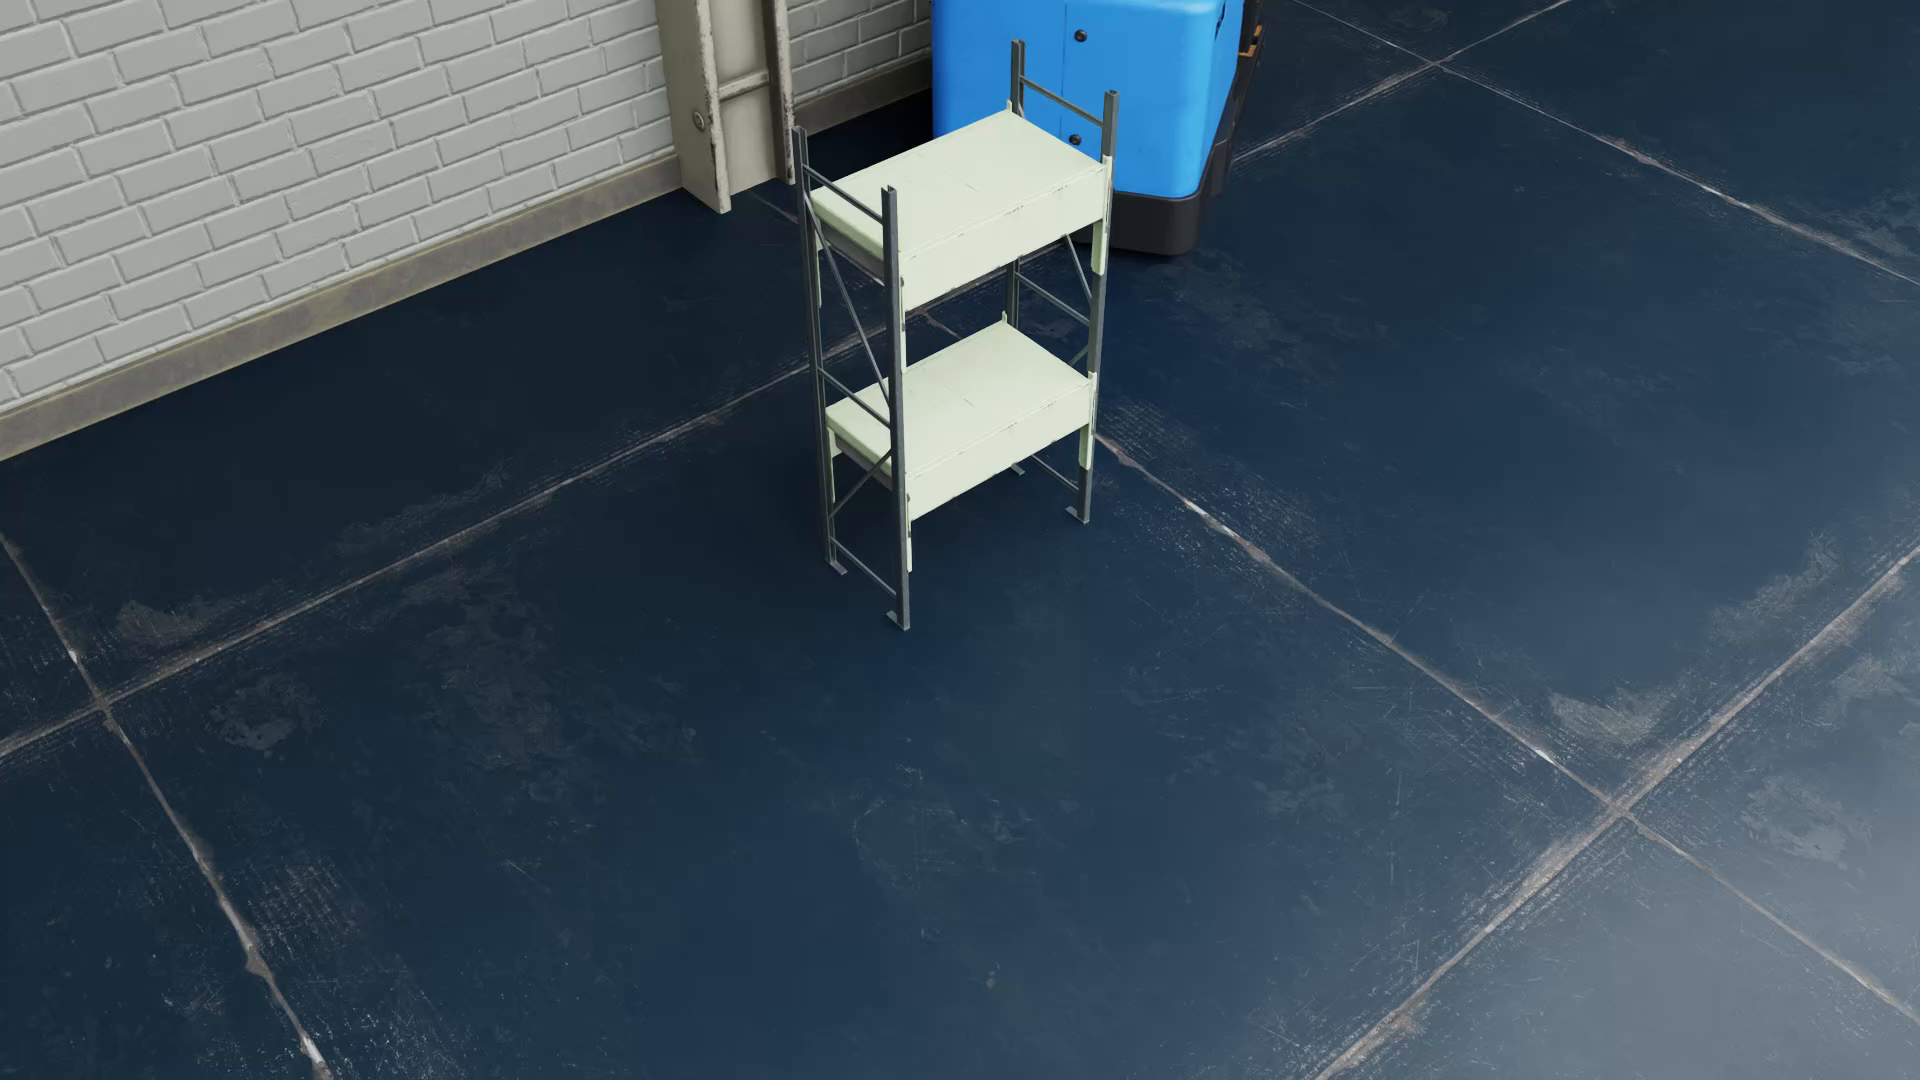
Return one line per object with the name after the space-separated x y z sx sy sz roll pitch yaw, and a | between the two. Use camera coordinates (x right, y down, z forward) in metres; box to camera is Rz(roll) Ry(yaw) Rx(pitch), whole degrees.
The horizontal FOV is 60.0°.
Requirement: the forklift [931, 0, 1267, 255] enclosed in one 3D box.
0.765 -3.170 6.484 1.130 2.935 3.031 11 44 11 | forklift

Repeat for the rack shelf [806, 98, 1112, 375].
-0.005 -0.828 4.466 0.720 0.370 0.431 -30 51 -28 | rack shelf

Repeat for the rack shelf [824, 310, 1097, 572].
-0.005 -0.306 4.957 0.720 0.370 0.431 -30 51 -28 | rack shelf

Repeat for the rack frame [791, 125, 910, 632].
-0.286 -0.383 4.562 0.023 1.500 0.400 -30 51 -28 | rack frame

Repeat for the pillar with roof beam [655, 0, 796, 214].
1.859 -2.487 1.325 0.400 9.000 9.100 -30 51 -28 | pillar with roof beam

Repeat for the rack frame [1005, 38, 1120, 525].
0.276 -0.705 4.905 0.023 1.500 0.400 -30 51 -28 | rack frame

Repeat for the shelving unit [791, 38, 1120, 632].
-0.005 -0.544 4.733 0.755 1.500 0.431 -30 51 -28 | shelving unit
